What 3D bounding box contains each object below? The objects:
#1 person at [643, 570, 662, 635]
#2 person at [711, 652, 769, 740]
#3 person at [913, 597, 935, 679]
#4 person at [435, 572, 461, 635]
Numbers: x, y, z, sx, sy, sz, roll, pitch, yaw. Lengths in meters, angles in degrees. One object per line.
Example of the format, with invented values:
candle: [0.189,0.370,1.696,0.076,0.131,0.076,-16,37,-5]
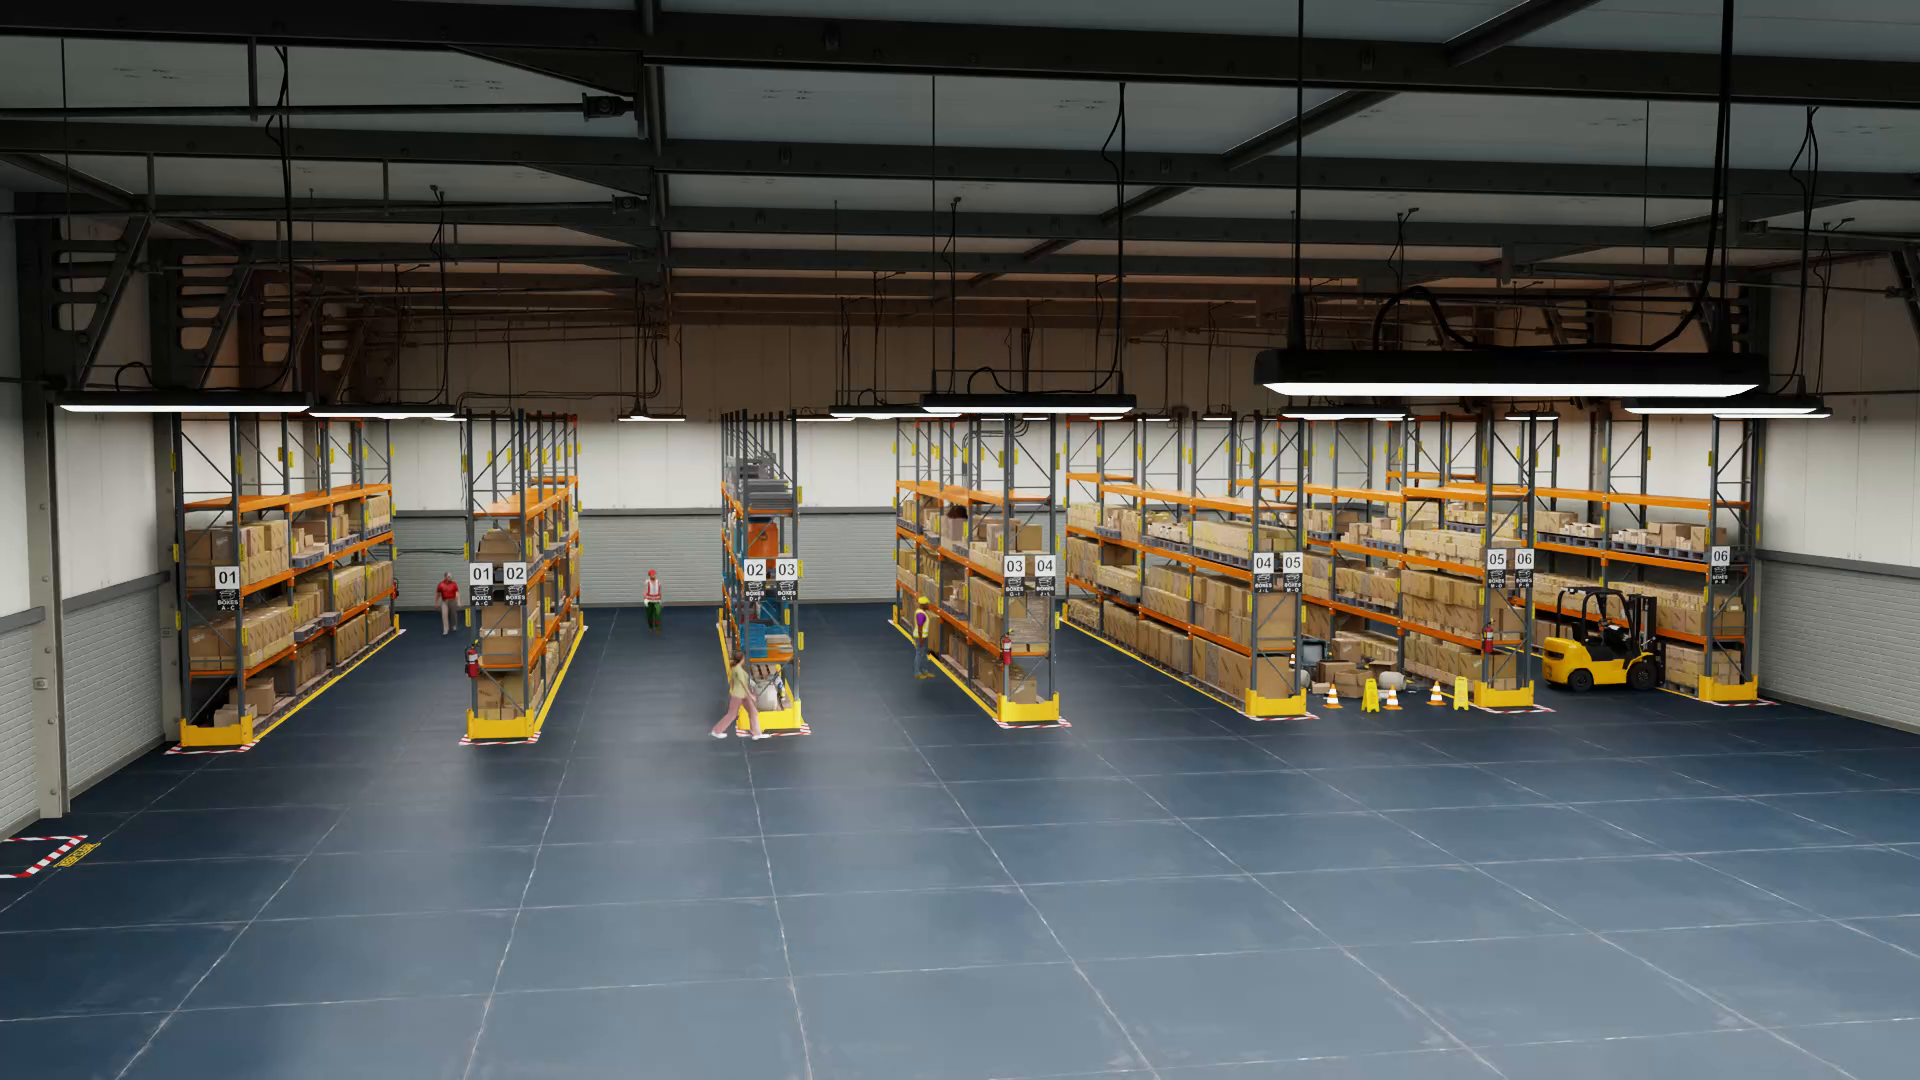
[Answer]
person: [-8.360,1.679,45.219,0.511,1.743,0.975,-1,4,-12]
person: [-3.984,2.822,30.046,1.032,1.616,0.405,0,4,7]
person: [-0.787,2.111,35.940,0.463,1.767,0.601,0,4,5]
person: [-13.978,1.723,45.365,0.691,1.677,1.072,-1,4,-13]
